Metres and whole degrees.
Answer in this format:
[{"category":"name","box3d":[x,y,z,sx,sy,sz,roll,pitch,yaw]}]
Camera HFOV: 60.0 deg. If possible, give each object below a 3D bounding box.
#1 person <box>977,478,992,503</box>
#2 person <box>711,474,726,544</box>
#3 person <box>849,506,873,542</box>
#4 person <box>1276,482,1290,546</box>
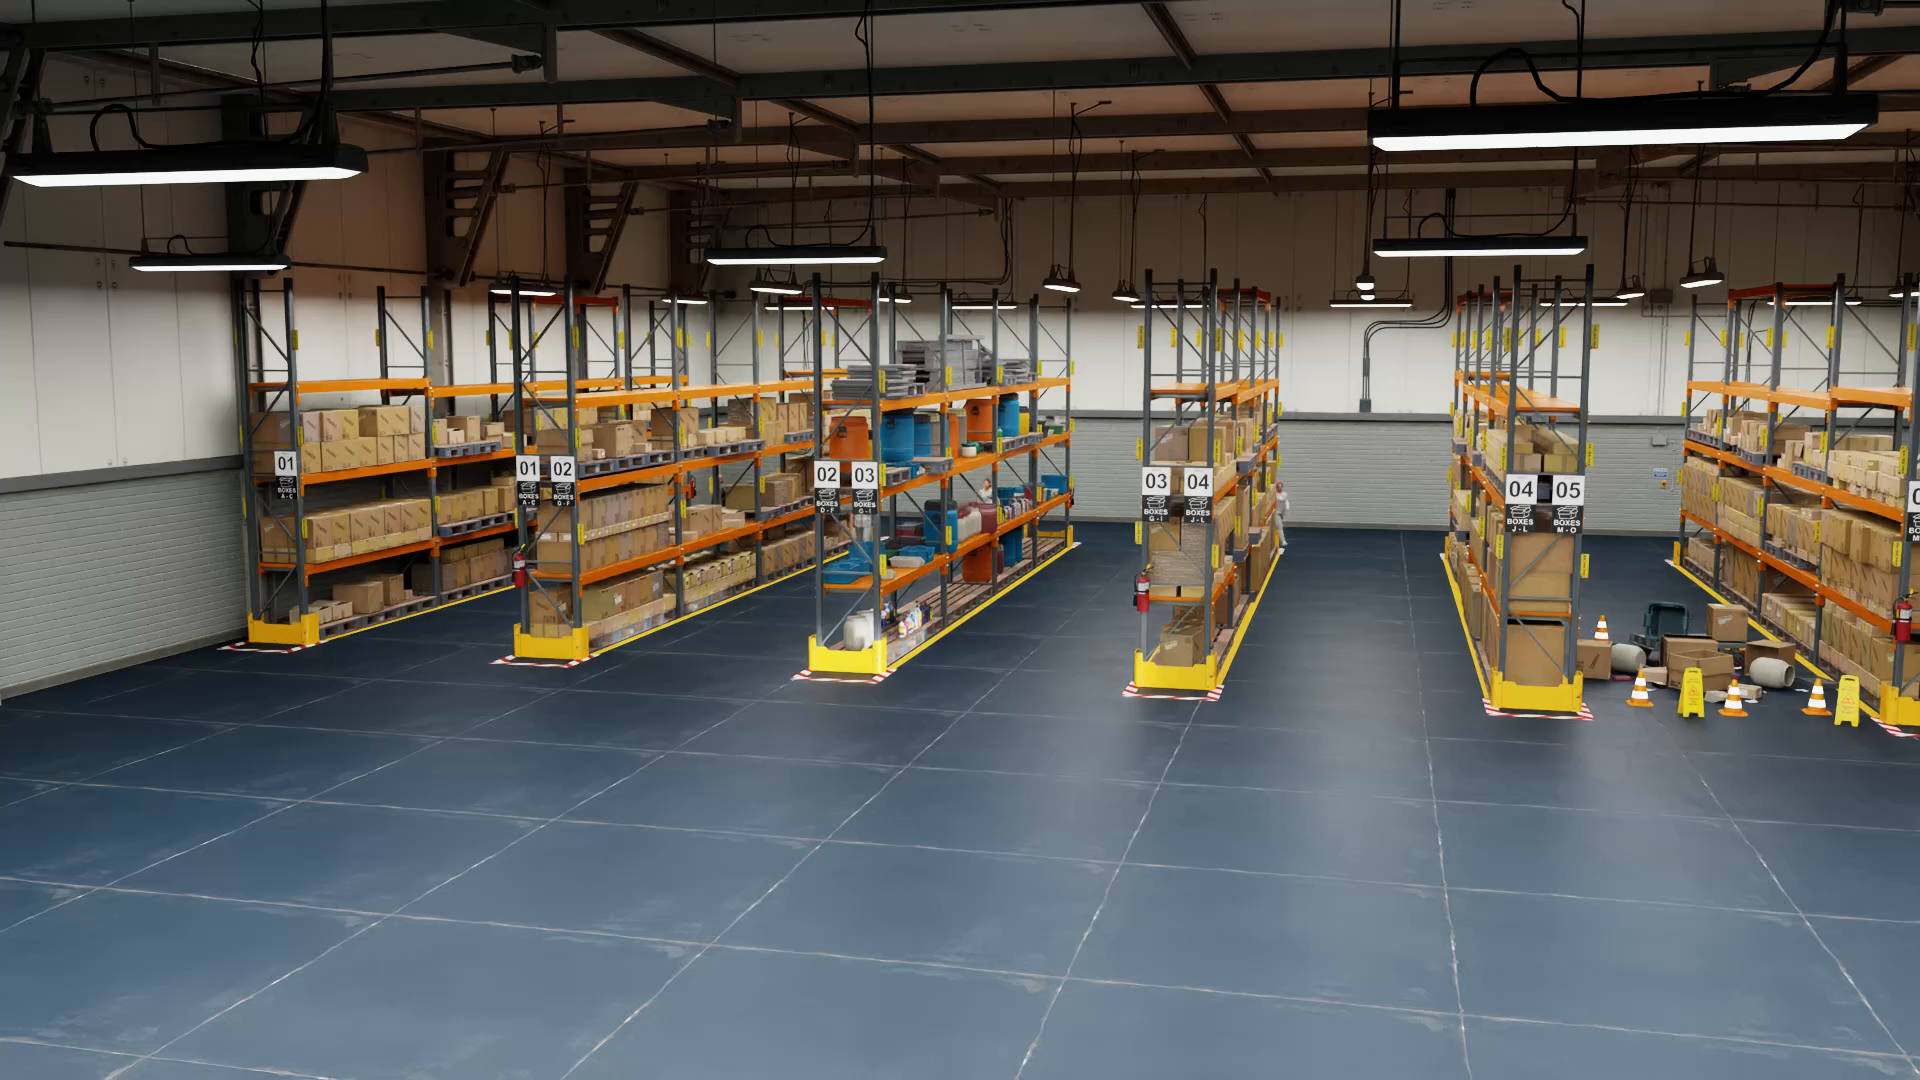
[{"category":"person","box3d":[0.636,-0.715,40.848,0.455,1.606,1.072,3,8,25]},{"category":"person","box3d":[-5.975,-0.757,40.936,0.478,1.724,0.567,-2,7,-20]},{"category":"person","box3d":[-2.199,-0.351,37.508,0.559,1.704,1.099,1,7,11]},{"category":"person","box3d":[7.832,-0.664,40.794,0.398,1.530,1.014,-3,8,-27]}]
